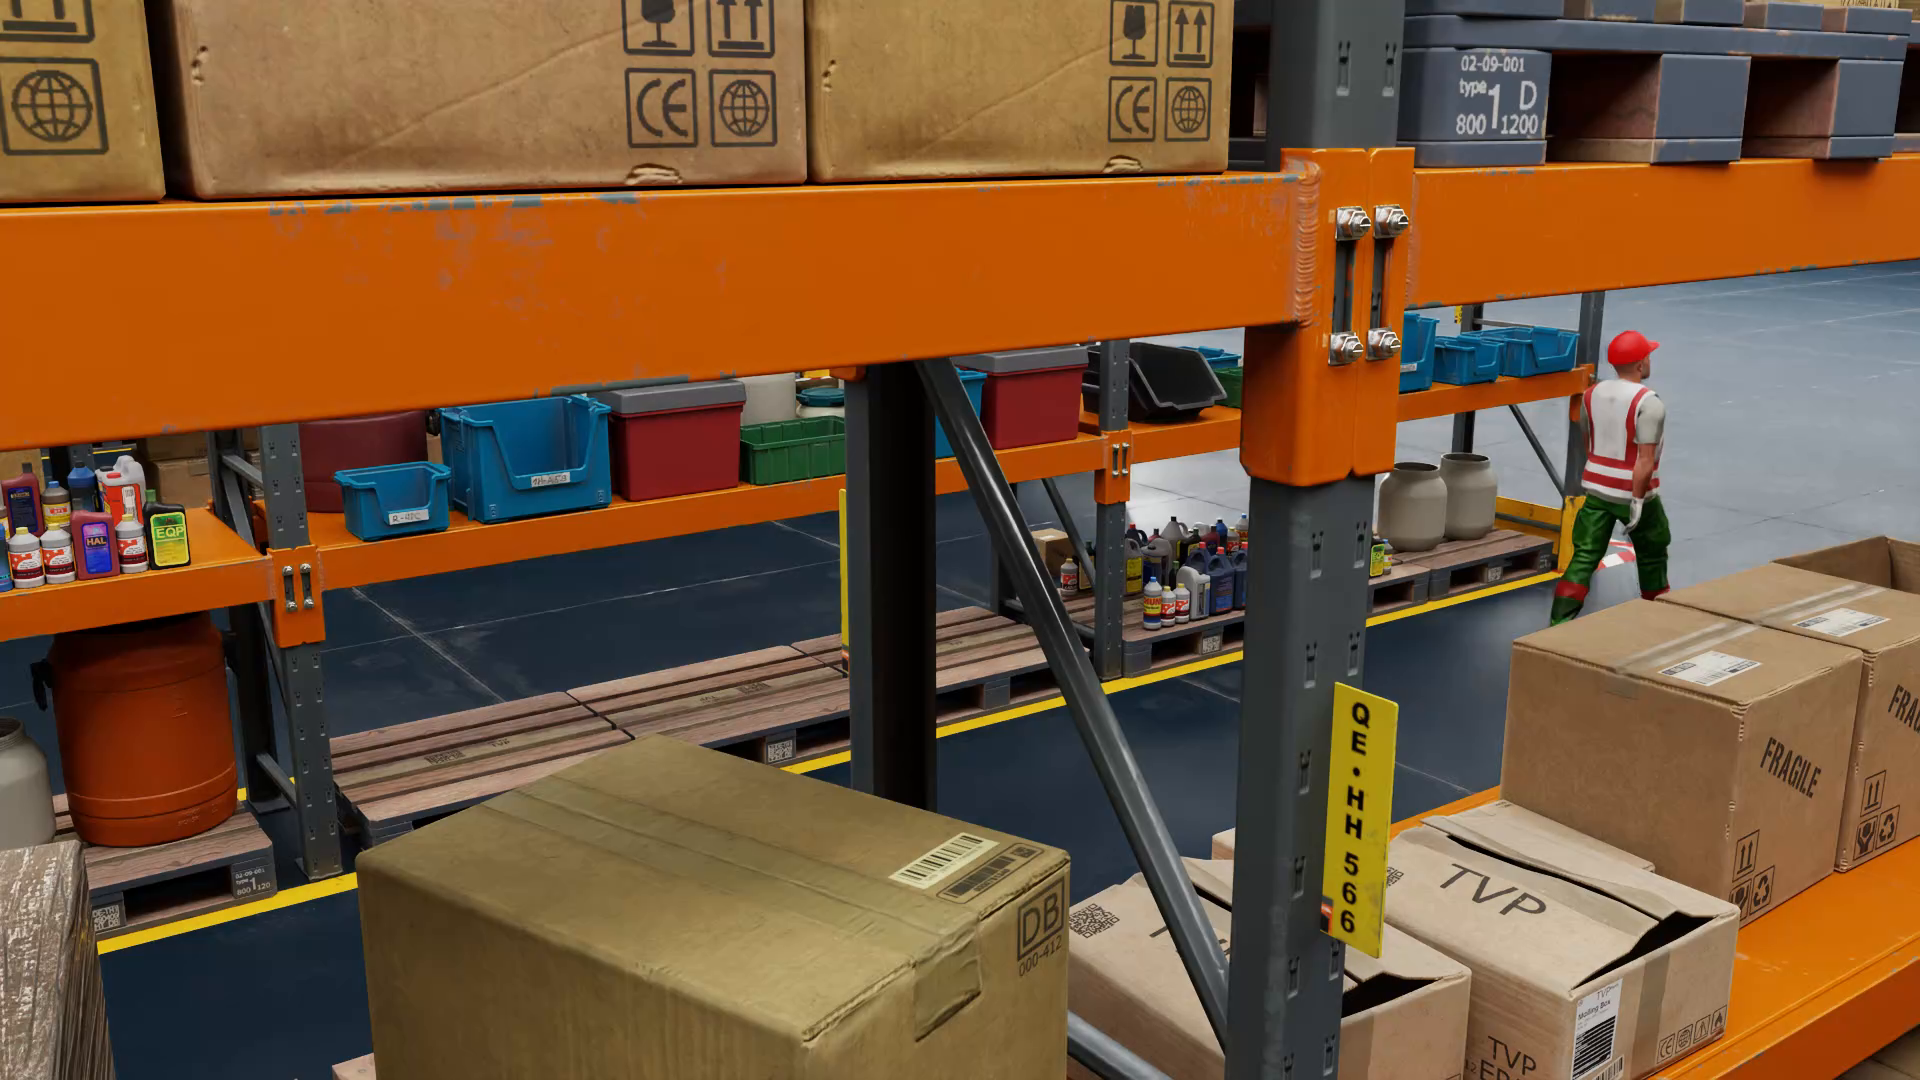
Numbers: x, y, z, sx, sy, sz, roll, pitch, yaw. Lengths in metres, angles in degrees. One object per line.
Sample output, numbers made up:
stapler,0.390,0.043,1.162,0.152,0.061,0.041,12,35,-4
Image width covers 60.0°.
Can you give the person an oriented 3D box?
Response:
person,3.635,-0.285,9.032,1.045,1.729,0.536,-10,17,-34
